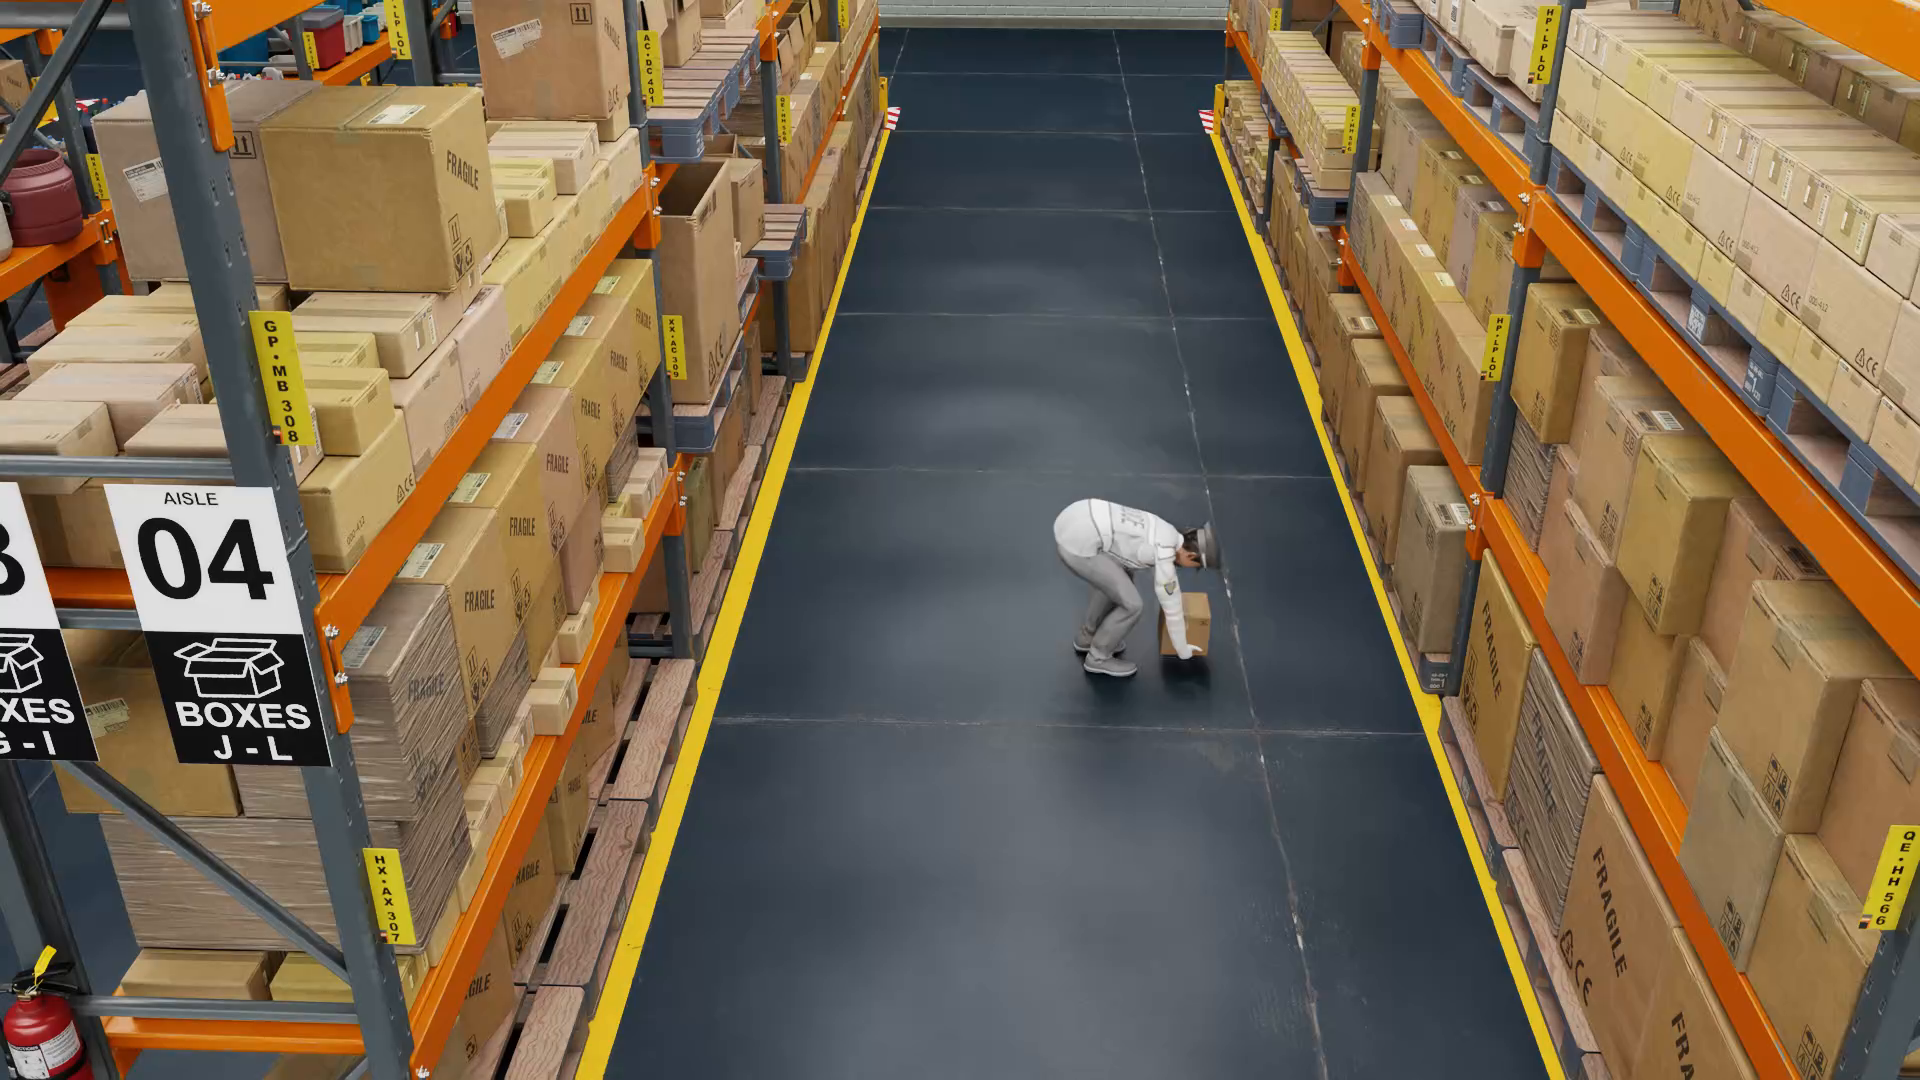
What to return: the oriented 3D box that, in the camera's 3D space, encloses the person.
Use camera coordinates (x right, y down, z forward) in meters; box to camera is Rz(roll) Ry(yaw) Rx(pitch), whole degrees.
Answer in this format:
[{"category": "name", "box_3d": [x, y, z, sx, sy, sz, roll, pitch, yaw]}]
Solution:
[{"category": "person", "box_3d": [0.952, 0.236, 8.917, 0.880, 0.829, 0.441, 0, 28, -1]}]
